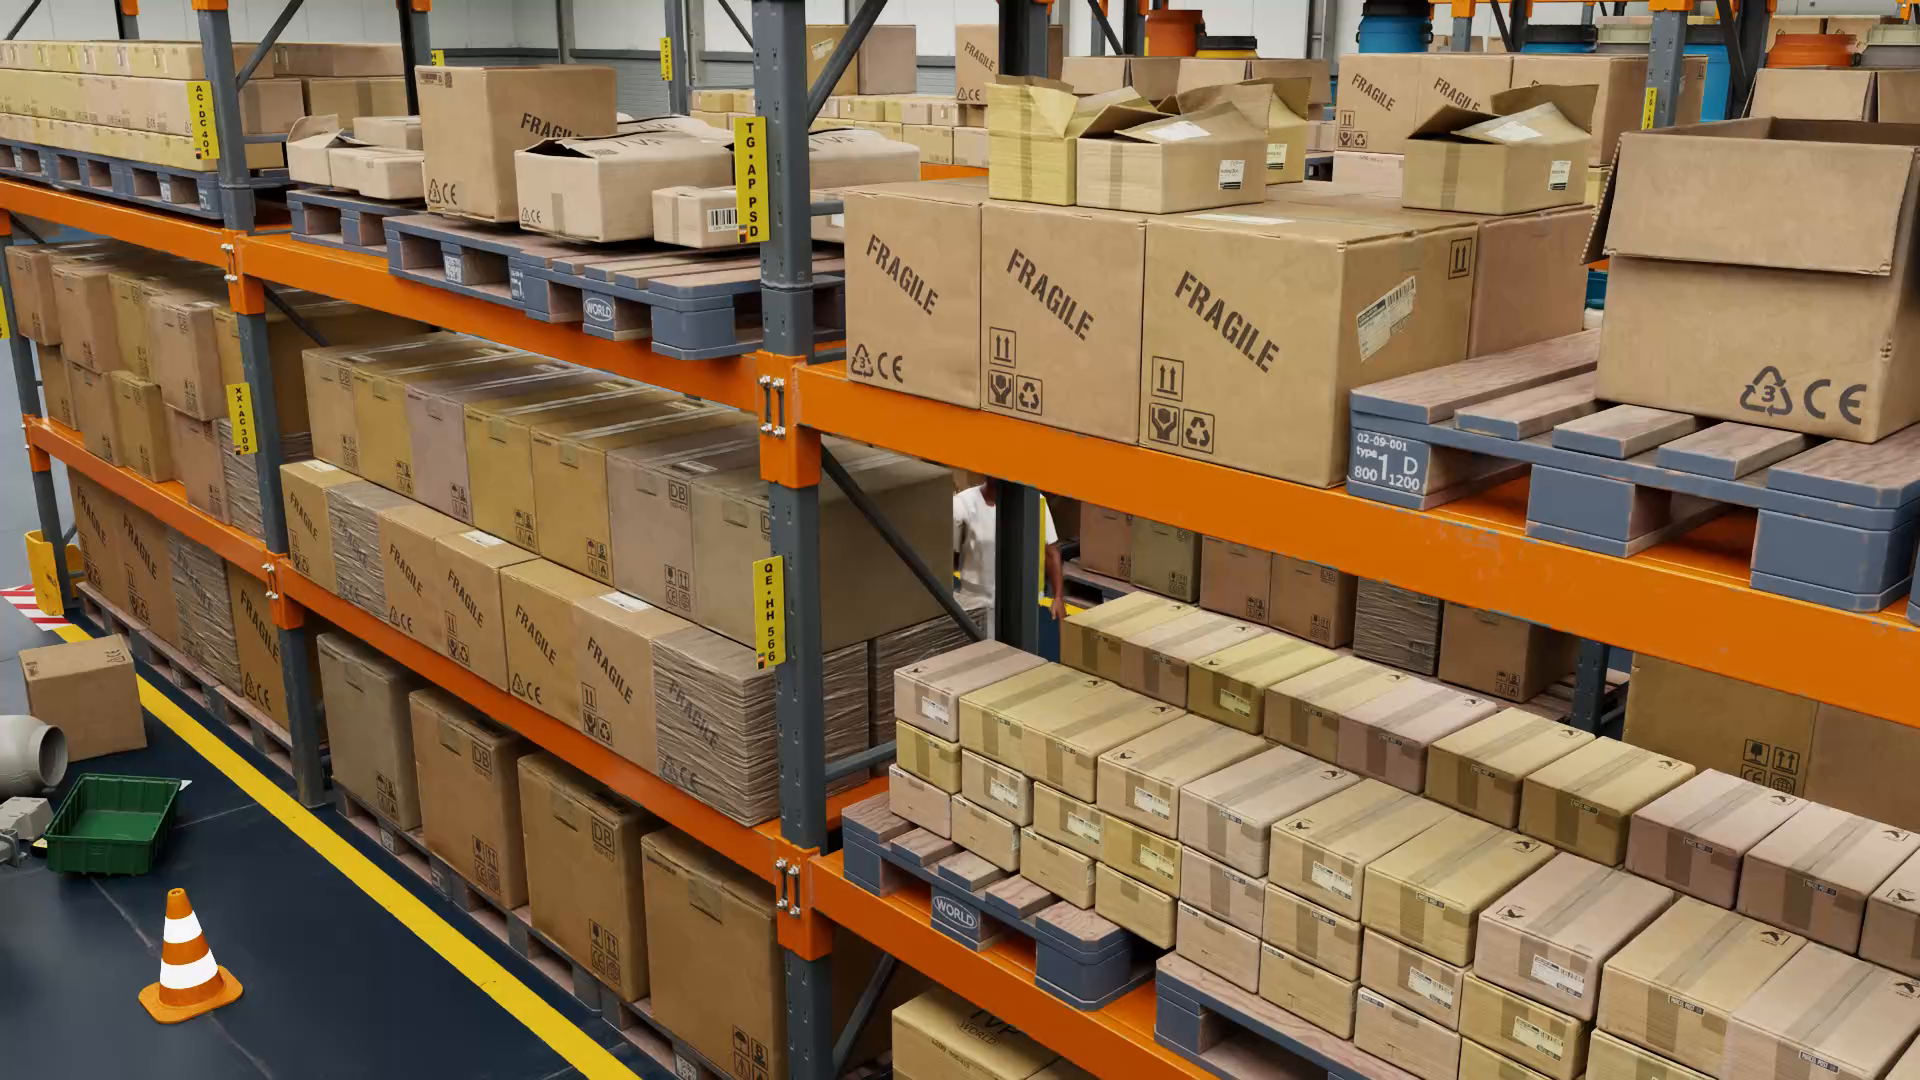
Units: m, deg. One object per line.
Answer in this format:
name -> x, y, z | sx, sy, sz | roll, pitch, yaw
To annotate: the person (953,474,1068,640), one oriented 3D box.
person -> 0.229, 0.322, 8.495 | 0.608, 1.727, 1.009 | -4, 18, -14
